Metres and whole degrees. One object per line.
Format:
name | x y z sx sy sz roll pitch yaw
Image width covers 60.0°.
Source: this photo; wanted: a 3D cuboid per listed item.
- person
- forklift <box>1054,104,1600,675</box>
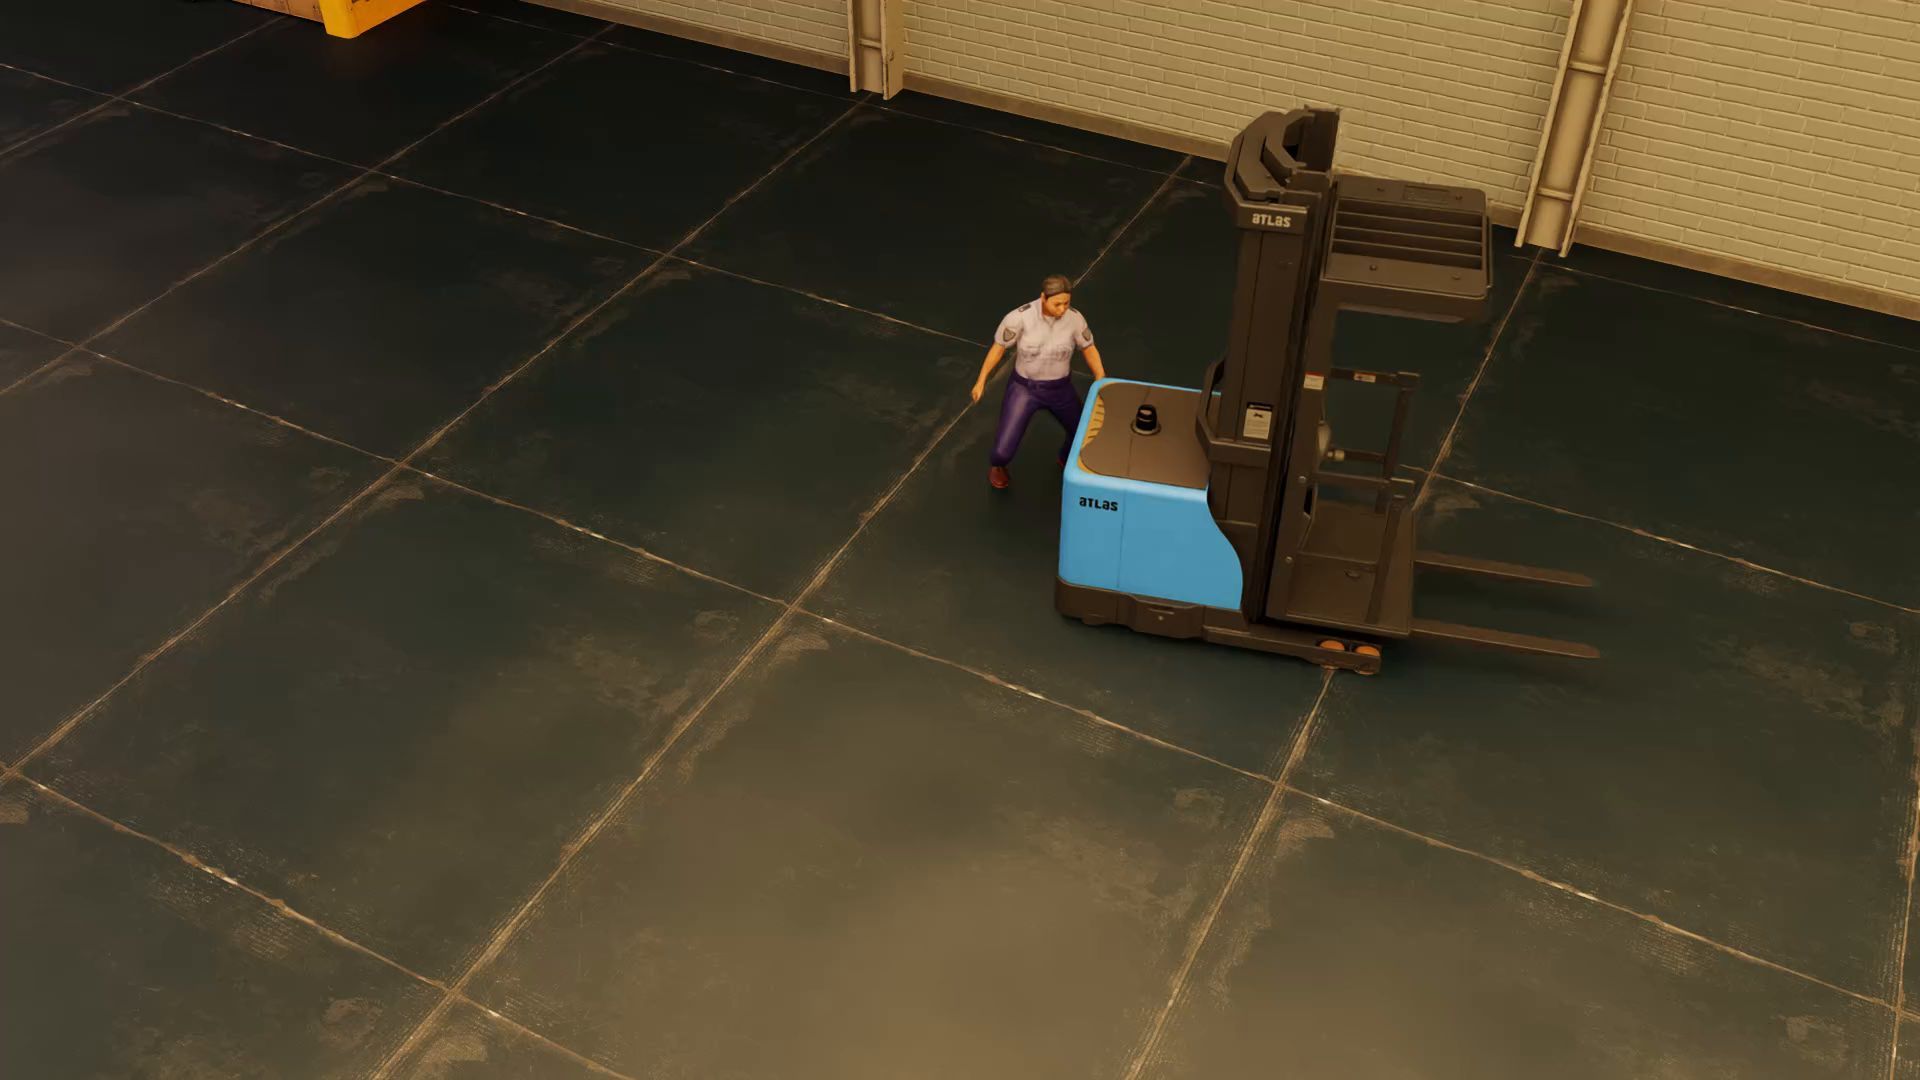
person | 0.503 -0.924 10.172 0.850 1.562 0.538 -3 40 -4
forklift | 2.124 -0.740 8.866 3.031 2.935 1.130 9 41 10
